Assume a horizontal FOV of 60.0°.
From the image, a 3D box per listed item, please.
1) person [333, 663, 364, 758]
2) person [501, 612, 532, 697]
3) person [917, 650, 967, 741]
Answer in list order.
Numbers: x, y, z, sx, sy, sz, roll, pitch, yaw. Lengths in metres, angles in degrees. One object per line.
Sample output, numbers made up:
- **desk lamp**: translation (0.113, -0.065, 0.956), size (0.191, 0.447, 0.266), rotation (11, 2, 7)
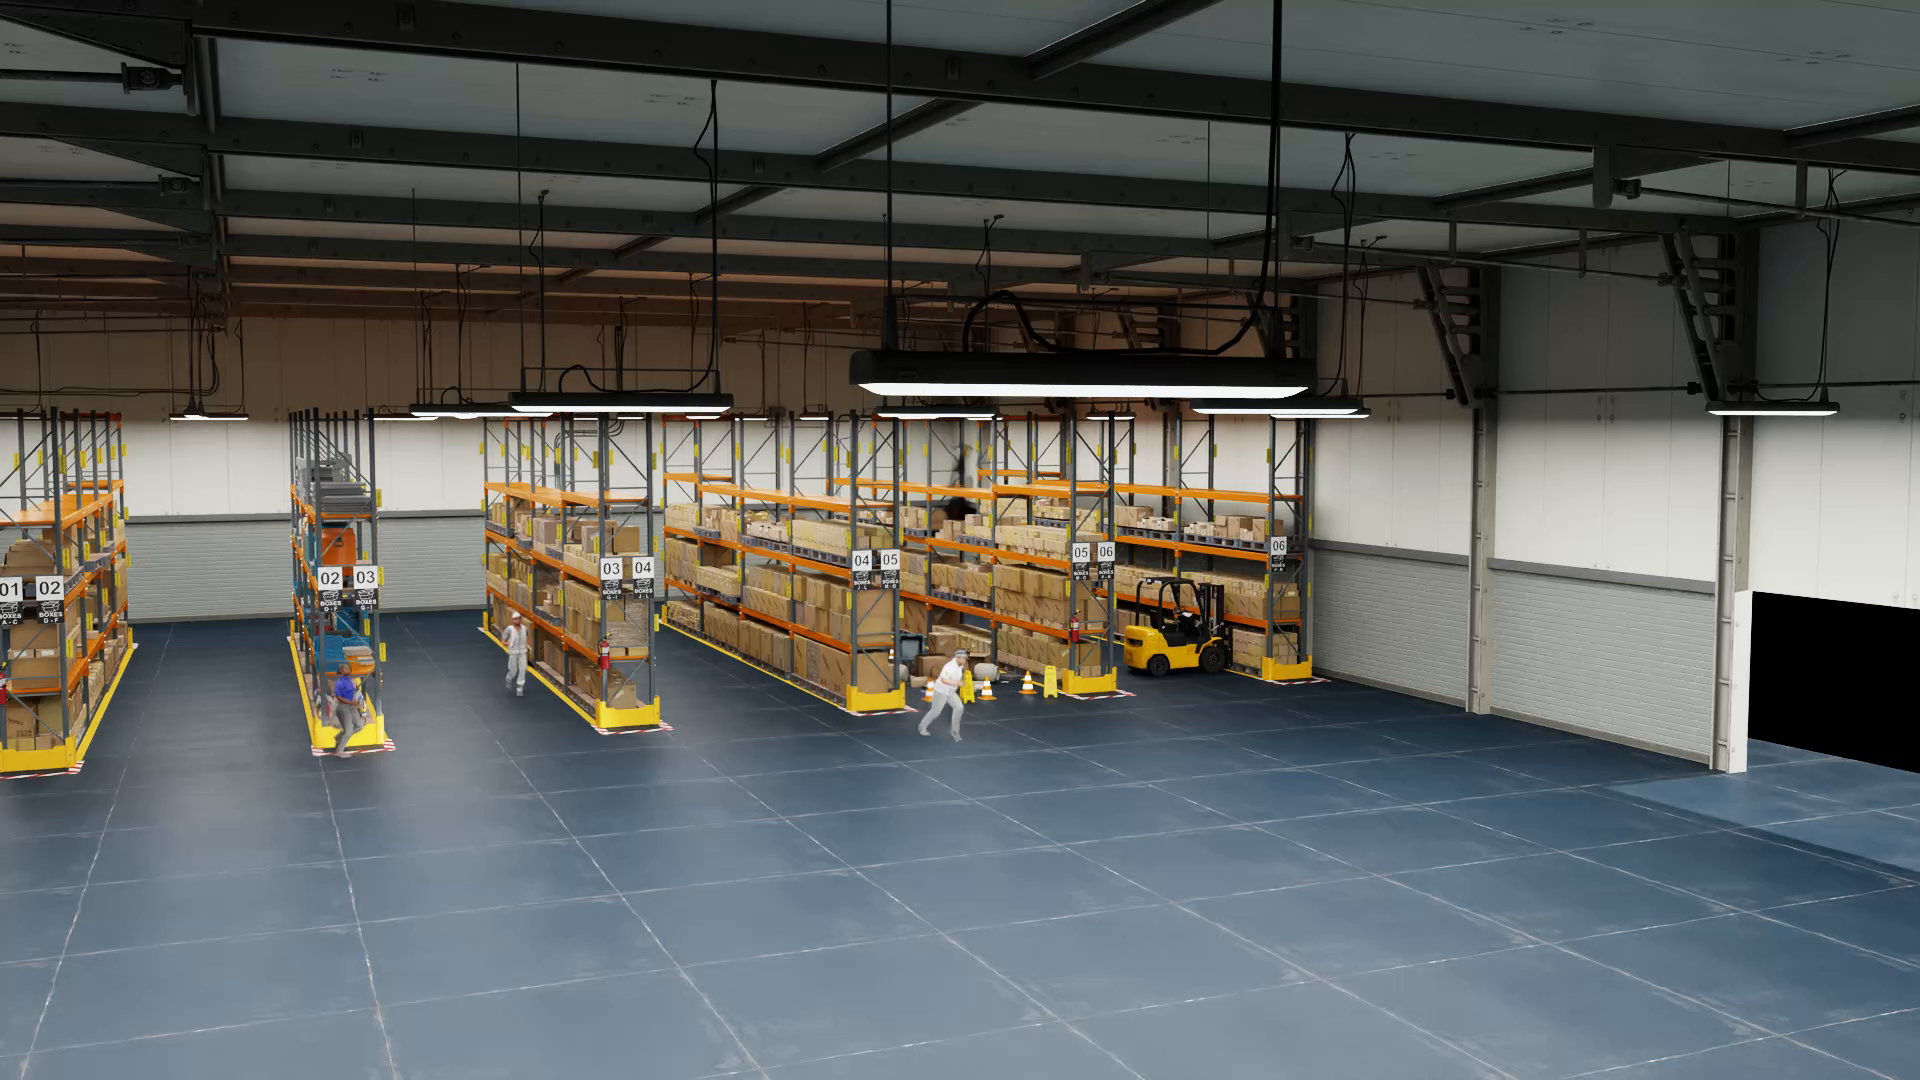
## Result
- **person**: translation (-10.529, 2.919, 28.605), size (0.559, 1.622, 0.577), rotation (0, 4, -1)
- **person**: translation (-9.323, 2.393, 34.955), size (0.658, 1.758, 0.790), rotation (-3, 5, -33)
- **person**: translation (-0.302, 2.820, 30.149), size (1.017, 1.719, 0.705), rotation (2, 5, 28)
